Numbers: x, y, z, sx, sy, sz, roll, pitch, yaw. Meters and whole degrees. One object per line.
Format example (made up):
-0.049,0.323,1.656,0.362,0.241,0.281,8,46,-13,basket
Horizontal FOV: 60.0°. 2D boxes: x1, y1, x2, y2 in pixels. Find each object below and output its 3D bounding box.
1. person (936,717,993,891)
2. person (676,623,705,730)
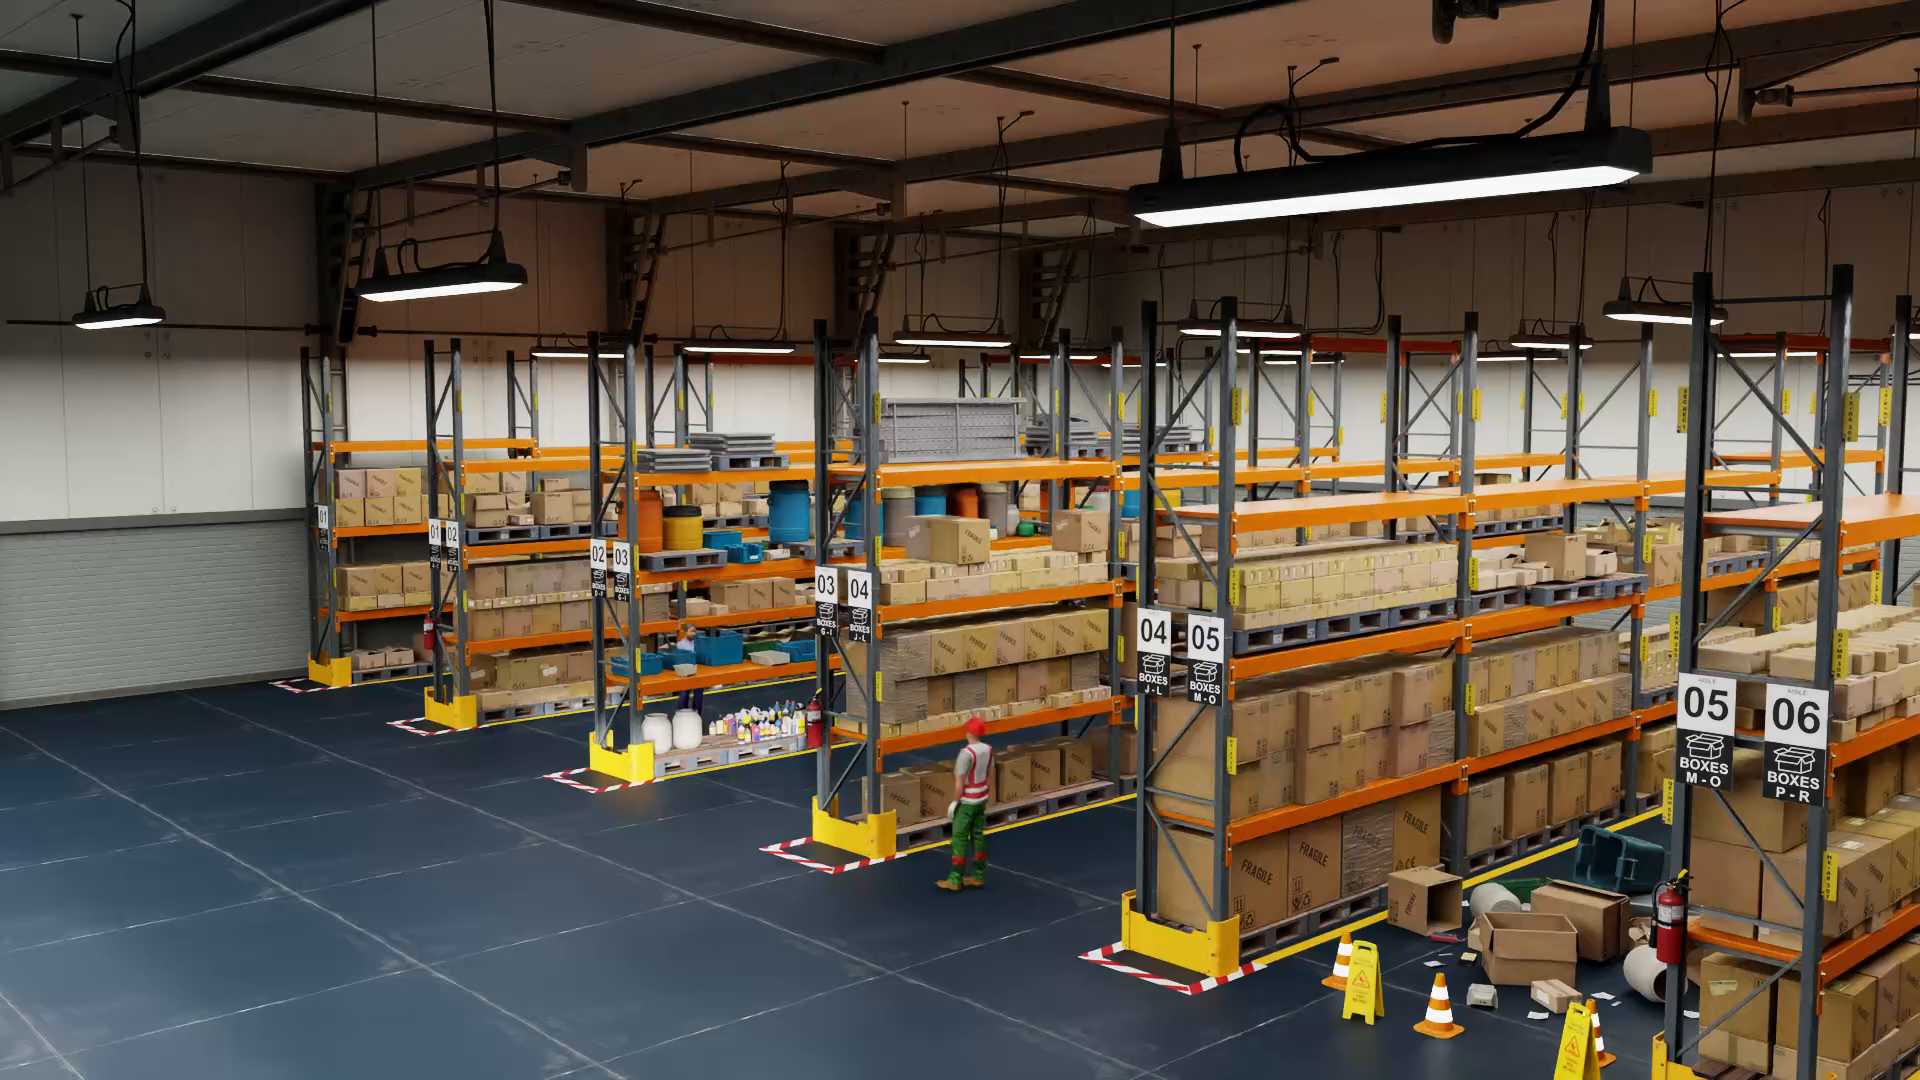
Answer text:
0.062,2.746,17.436,0.490,1.800,0.604,2,6,24,person
-4.127,2.129,25.537,0.545,1.662,0.405,-3,6,-34,person
